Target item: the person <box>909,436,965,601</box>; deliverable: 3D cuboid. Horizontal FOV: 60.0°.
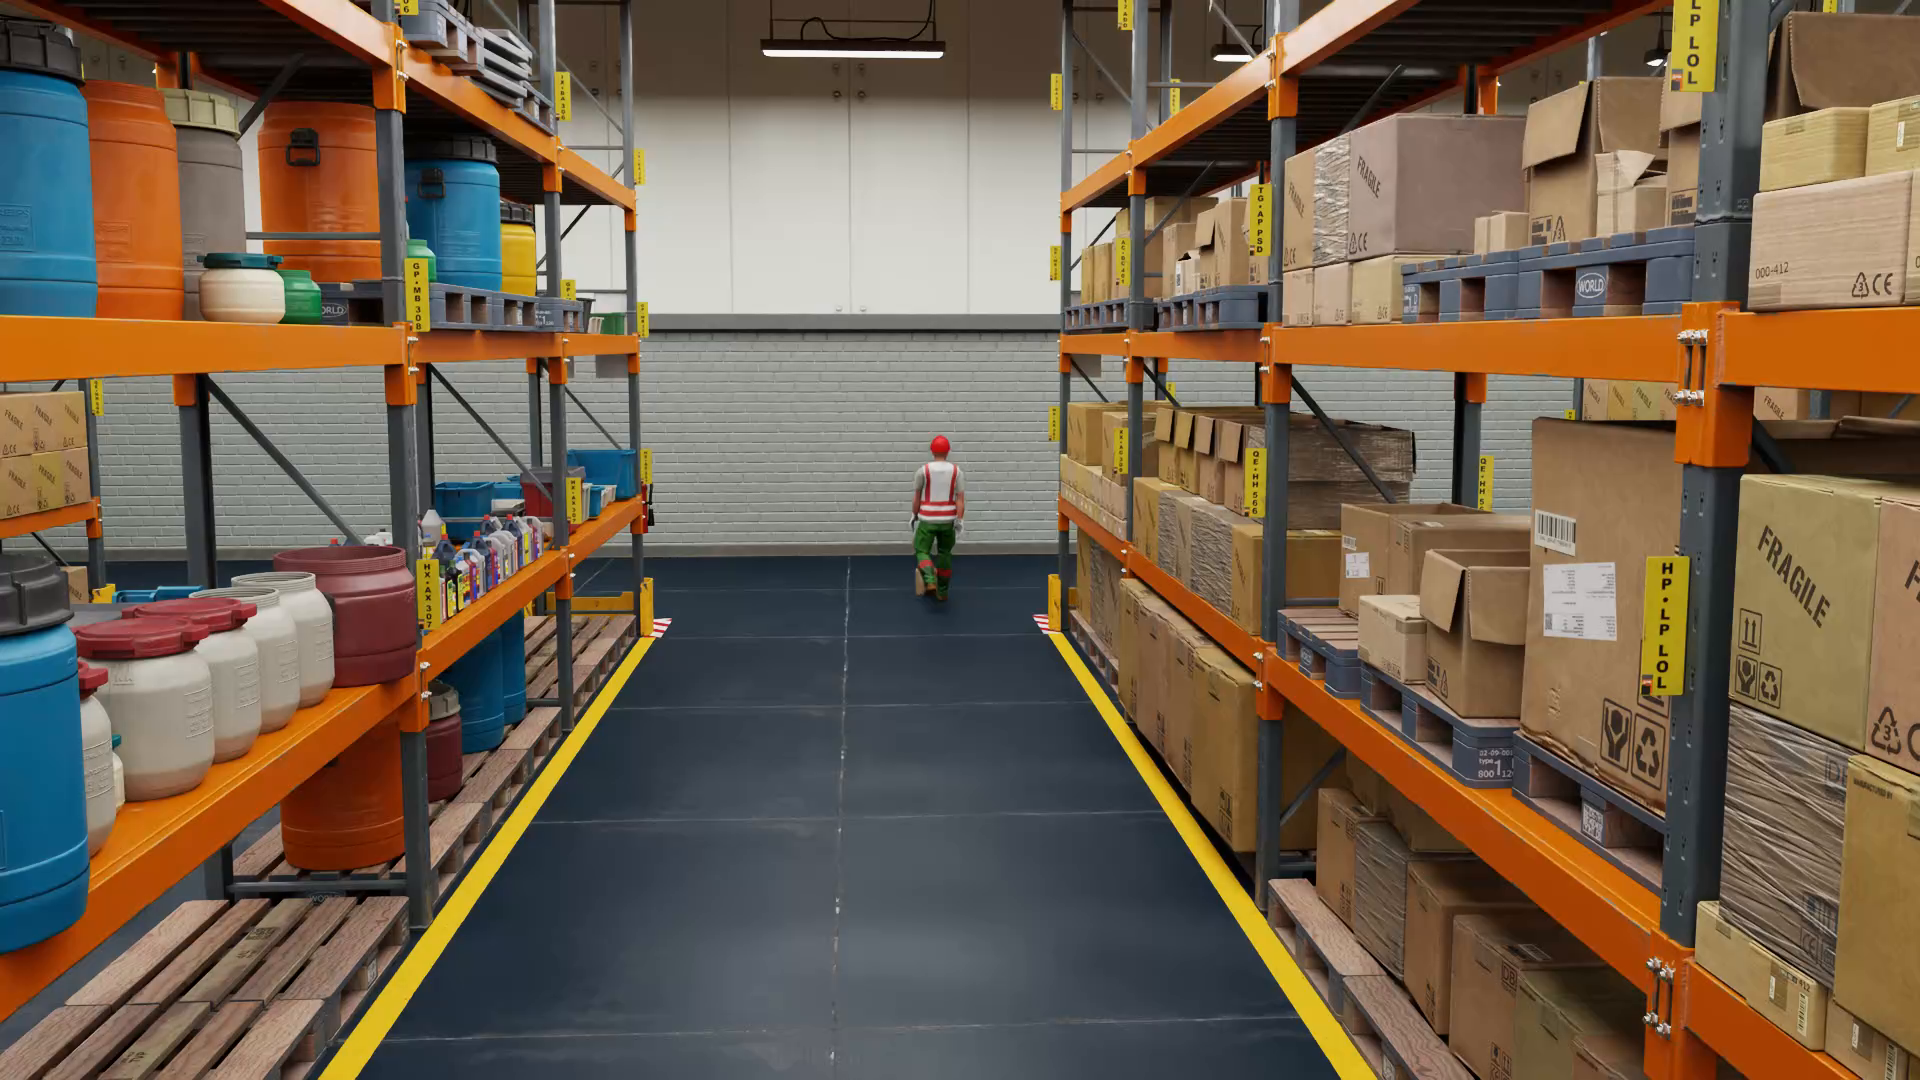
[{"bbox_3d":[-0.247,-0.215,17.392,0.545,1.767,0.850,-2,7,-13],"label":"person"}]
